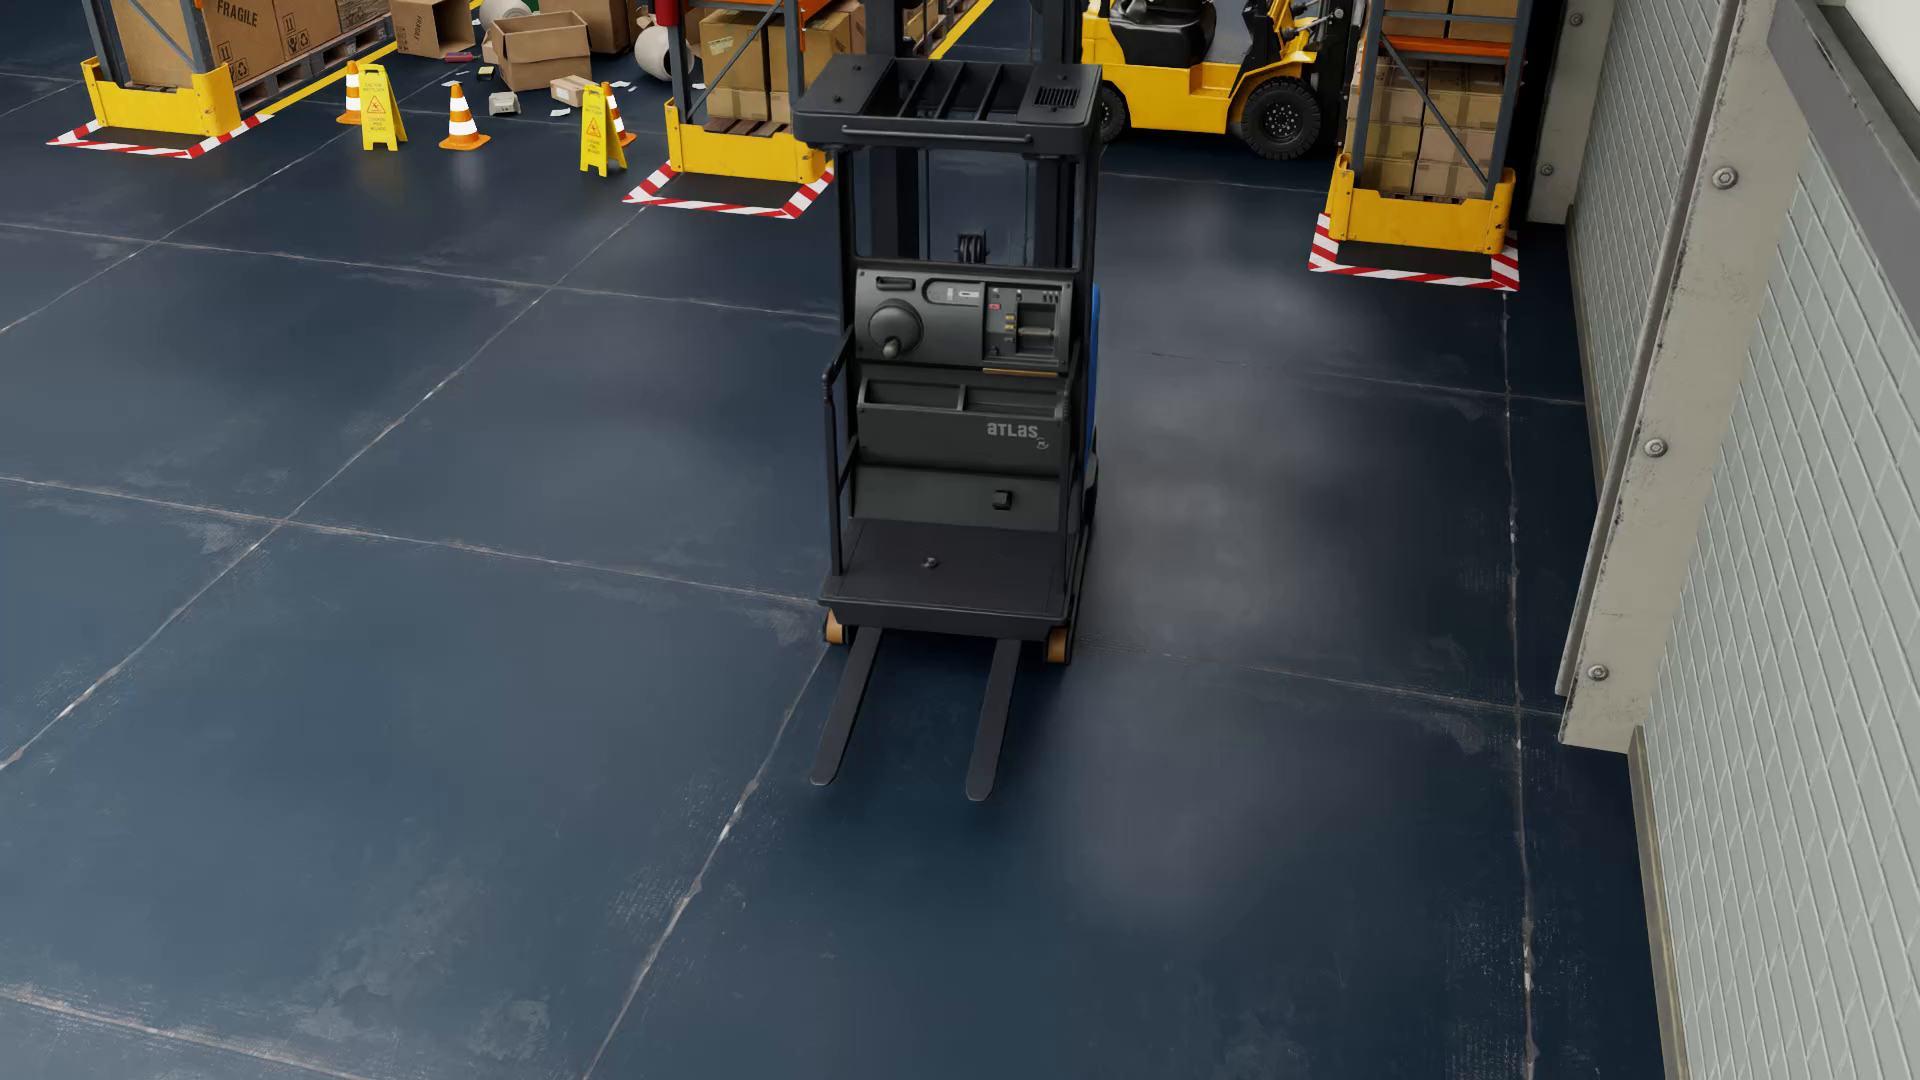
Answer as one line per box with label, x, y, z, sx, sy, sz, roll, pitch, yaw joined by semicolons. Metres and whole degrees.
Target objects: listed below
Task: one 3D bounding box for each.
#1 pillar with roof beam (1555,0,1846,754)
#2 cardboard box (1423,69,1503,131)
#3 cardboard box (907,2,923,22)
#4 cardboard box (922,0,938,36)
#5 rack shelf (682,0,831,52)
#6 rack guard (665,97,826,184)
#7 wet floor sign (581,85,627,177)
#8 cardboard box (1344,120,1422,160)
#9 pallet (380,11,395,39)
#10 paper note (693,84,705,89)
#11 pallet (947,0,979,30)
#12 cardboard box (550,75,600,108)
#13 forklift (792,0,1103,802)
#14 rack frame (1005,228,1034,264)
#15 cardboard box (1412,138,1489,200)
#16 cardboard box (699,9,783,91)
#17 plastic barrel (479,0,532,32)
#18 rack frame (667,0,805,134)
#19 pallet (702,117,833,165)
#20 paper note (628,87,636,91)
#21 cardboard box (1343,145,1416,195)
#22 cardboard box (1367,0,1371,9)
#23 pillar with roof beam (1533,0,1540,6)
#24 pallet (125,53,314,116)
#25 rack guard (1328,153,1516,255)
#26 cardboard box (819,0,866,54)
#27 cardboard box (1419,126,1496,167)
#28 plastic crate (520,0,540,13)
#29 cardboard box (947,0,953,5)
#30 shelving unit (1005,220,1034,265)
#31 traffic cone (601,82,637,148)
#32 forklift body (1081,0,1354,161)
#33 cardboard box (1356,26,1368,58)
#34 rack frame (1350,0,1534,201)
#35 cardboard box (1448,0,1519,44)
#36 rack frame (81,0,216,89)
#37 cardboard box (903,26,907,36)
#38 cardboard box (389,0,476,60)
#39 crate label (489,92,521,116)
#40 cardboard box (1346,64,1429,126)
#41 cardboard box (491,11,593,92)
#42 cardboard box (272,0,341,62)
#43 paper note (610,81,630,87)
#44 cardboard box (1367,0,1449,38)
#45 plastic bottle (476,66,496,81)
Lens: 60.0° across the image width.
pillar with roof beam;-1.472;-3.621;5.559;9.100;9.000;0.400;8;33;12
cardboard box;3.471;-3.041;11.477;0.500;0.250;0.500;8;33;12
cardboard box;-0.639;-4.854;14.561;0.500;0.500;0.500;9;33;13
cardboard box;-0.511;-4.801;15.178;0.500;0.250;0.500;10;34;15
rack shelf;-1.129;-4.787;13.654;1.077;0.370;4.000;8;33;12
rack guard;-1.617;-3.037;12.561;1.175;0.500;0.348;8;33;12
wet floor sign;-2.720;-3.106;12.534;0.267;0.644;0.232;20;38;29
cardboard box;2.987;-2.901;11.724;0.500;0.250;0.500;8;33;12
pallet;-5.704;-5.189;16.215;1.003;0.211;1.213;8;33;12
paper note;-2.249;-3.945;14.427;0.142;0.019;0.148;-3;33;-4
pallet;-0.425;-5.355;16.477;1.003;0.211;1.213;8;33;12
cardboard box;-3.258;-3.804;14.095;0.380;0.149;0.250;28;42;36
forklift;-0.016;-0.891;6.920;1.130;2.935;3.031;5;33;7
rack frame;0.317;-1.030;8.722;0.240;1.200;0.006;18;31;26
cardboard box;3.480;-2.624;11.752;0.500;0.250;0.500;8;33;13
cardboard box;-1.685;-3.837;12.962;0.500;0.500;0.500;8;33;13
plastic barrel;-4.239;-4.865;15.508;0.421;0.421;0.512;-21;38;-29
rack frame;-1.636;-4.052;11.828;1.000;3.000;0.127;8;33;12
pallet;-1.377;-3.332;13.294;1.003;0.211;1.213;8;33;12
paper note;-2.830;-3.902;14.378;0.032;0.001;0.123;8;33;12
cardboard box;2.979;-2.682;11.845;0.500;0.250;0.500;8;33;13
cardboard box;3.500;-4.161;13.239;0.500;0.250;0.500;9;34;14
pillar with roof beam;1.573;-9.848;15.354;9.100;9.000;0.400;8;33;12
pallet;-6.323;-3.923;14.224;1.003;0.211;1.213;8;33;12
rack guard;3.160;-2.311;11.419;1.175;0.500;0.348;8;33;12
cardboard box;-1.030;-4.051;13.299;0.500;0.500;0.500;7;33;11
cardboard box;3.486;-2.822;11.599;0.500;0.250;0.500;9;33;13
plastic crate;-4.212;-5.319;16.388;0.662;0.188;0.450;-28;32;-37
cardboard box;-0.491;-5.469;16.114;0.950;0.372;0.625;8;33;13
shelving unit;0.364;-1.064;8.792;0.258;1.200;0.189;18;31;26
traffic cone;-2.775;-3.380;13.136;0.336;0.463;0.334;8;33;12
forklift body;1.882;-4.253;12.935;2.313;2.155;1.214;8;33;12
cardboard box;3.223;-3.628;12.400;0.500;0.250;0.500;8;33;13
rack frame;3.166;-3.378;10.768;1.000;3.000;0.127;8;33;12
cardboard box;3.560;-3.640;11.086;0.500;0.500;0.500;9;34;14
rack frame;-6.450;-4.674;12.806;1.000;3.000;0.127;8;33;12
cardboard box;-0.770;-4.261;14.327;0.500;0.250;0.500;9;33;13
cardboard box;-4.836;-4.750;15.254;0.500;0.500;0.500;14;35;21
crate label;-3.795;-3.634;13.839;0.250;0.136;0.298;-8;33;-13
cardboard box;2.981;-3.099;11.568;0.500;0.250;0.500;9;34;14
cardboard box;-3.639;-4.255;14.474;0.797;0.503;0.637;-14;35;-21
cardboard box;-6.121;-4.772;14.550;0.875;0.875;0.875;8;33;12
paper note;-2.961;-3.976;14.487;0.148;0.019;0.142;20;38;29
cardboard box;3.037;-3.712;11.199;0.500;0.500;0.500;7;33;11
plastic bottle;-4.184;-4.132;14.693;0.133;0.061;0.283;-3;33;-4
